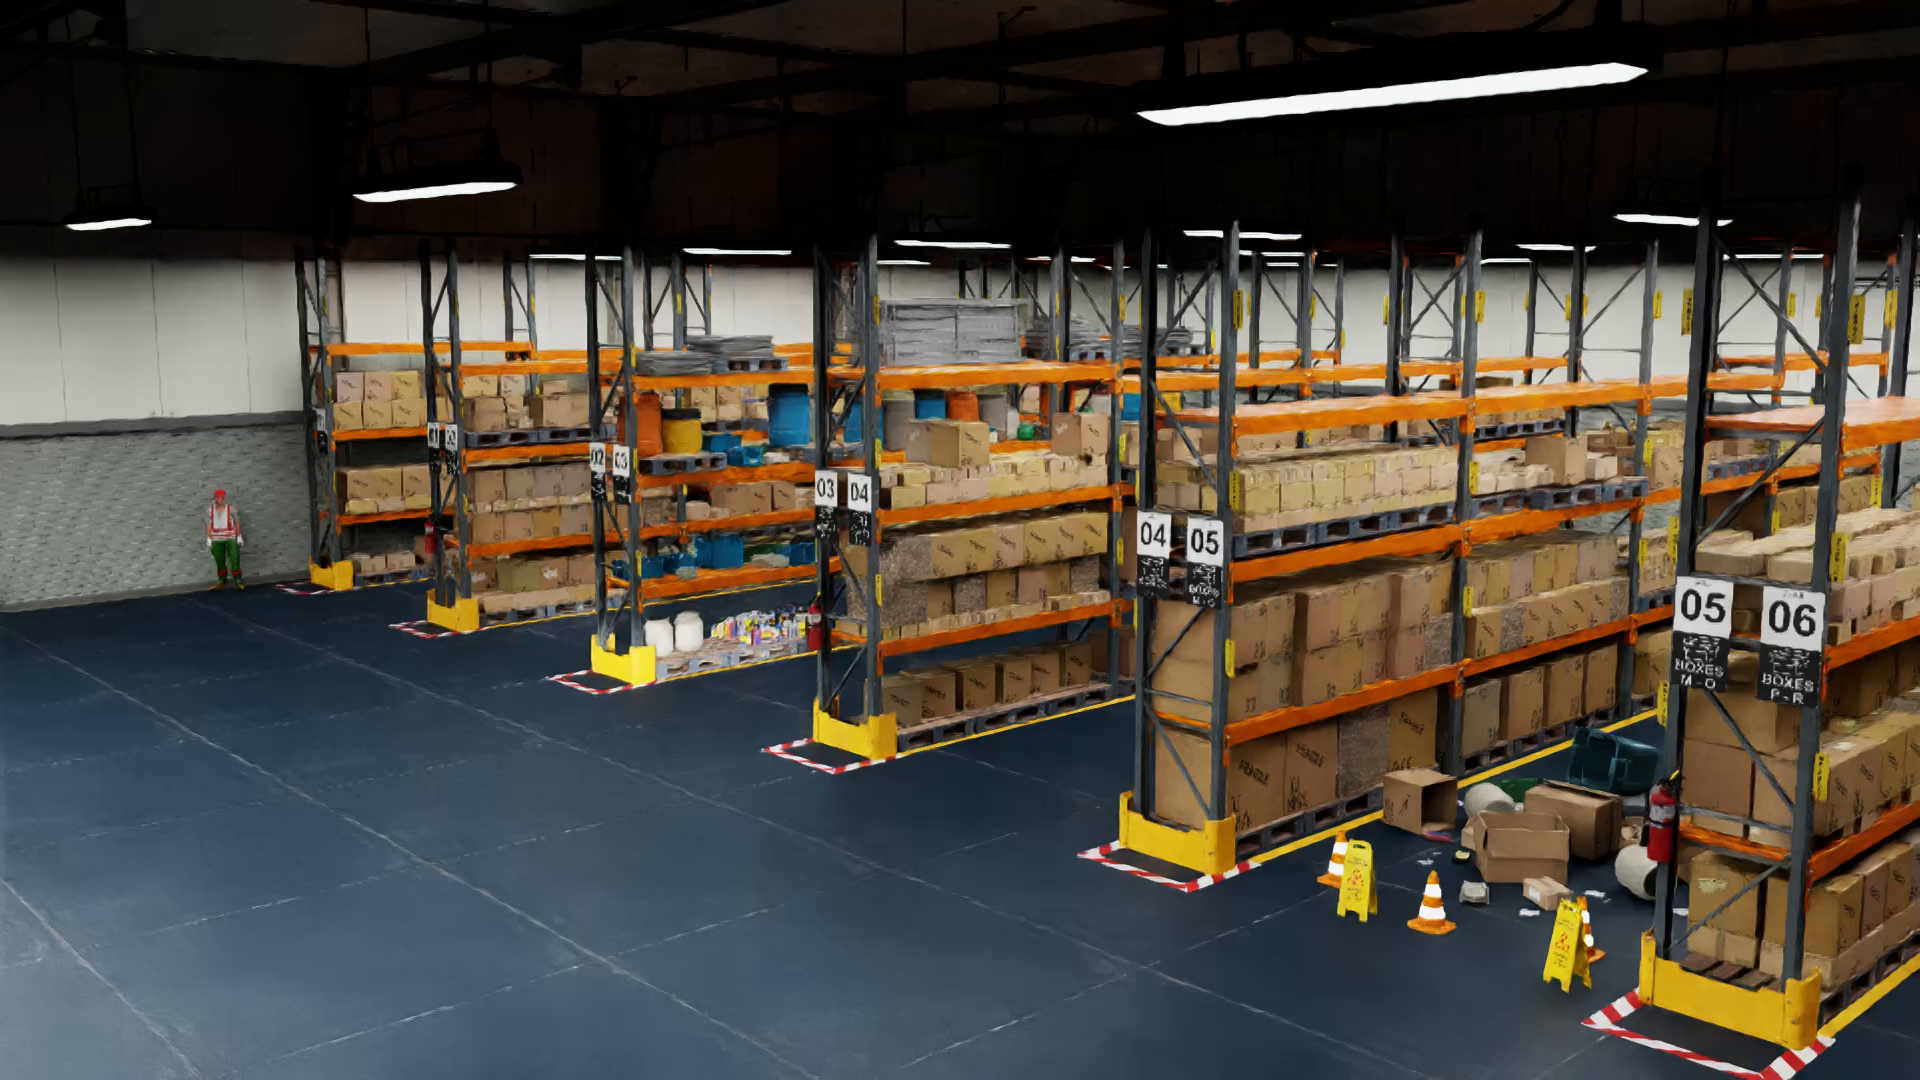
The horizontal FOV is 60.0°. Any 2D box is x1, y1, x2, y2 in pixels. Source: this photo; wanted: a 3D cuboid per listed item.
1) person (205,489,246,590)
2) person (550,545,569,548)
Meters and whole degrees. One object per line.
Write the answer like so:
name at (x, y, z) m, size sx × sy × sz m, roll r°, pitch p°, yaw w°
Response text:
person at (-12.918, -0.011, 29.245) m, size 0.692 × 1.781 × 0.532 m, roll -1°, pitch 8°, yaw -9°
person at (-7.656, -0.249, 31.195) m, size 1.121 × 1.691 × 0.577 m, roll -7°, pitch 11°, yaw -40°
